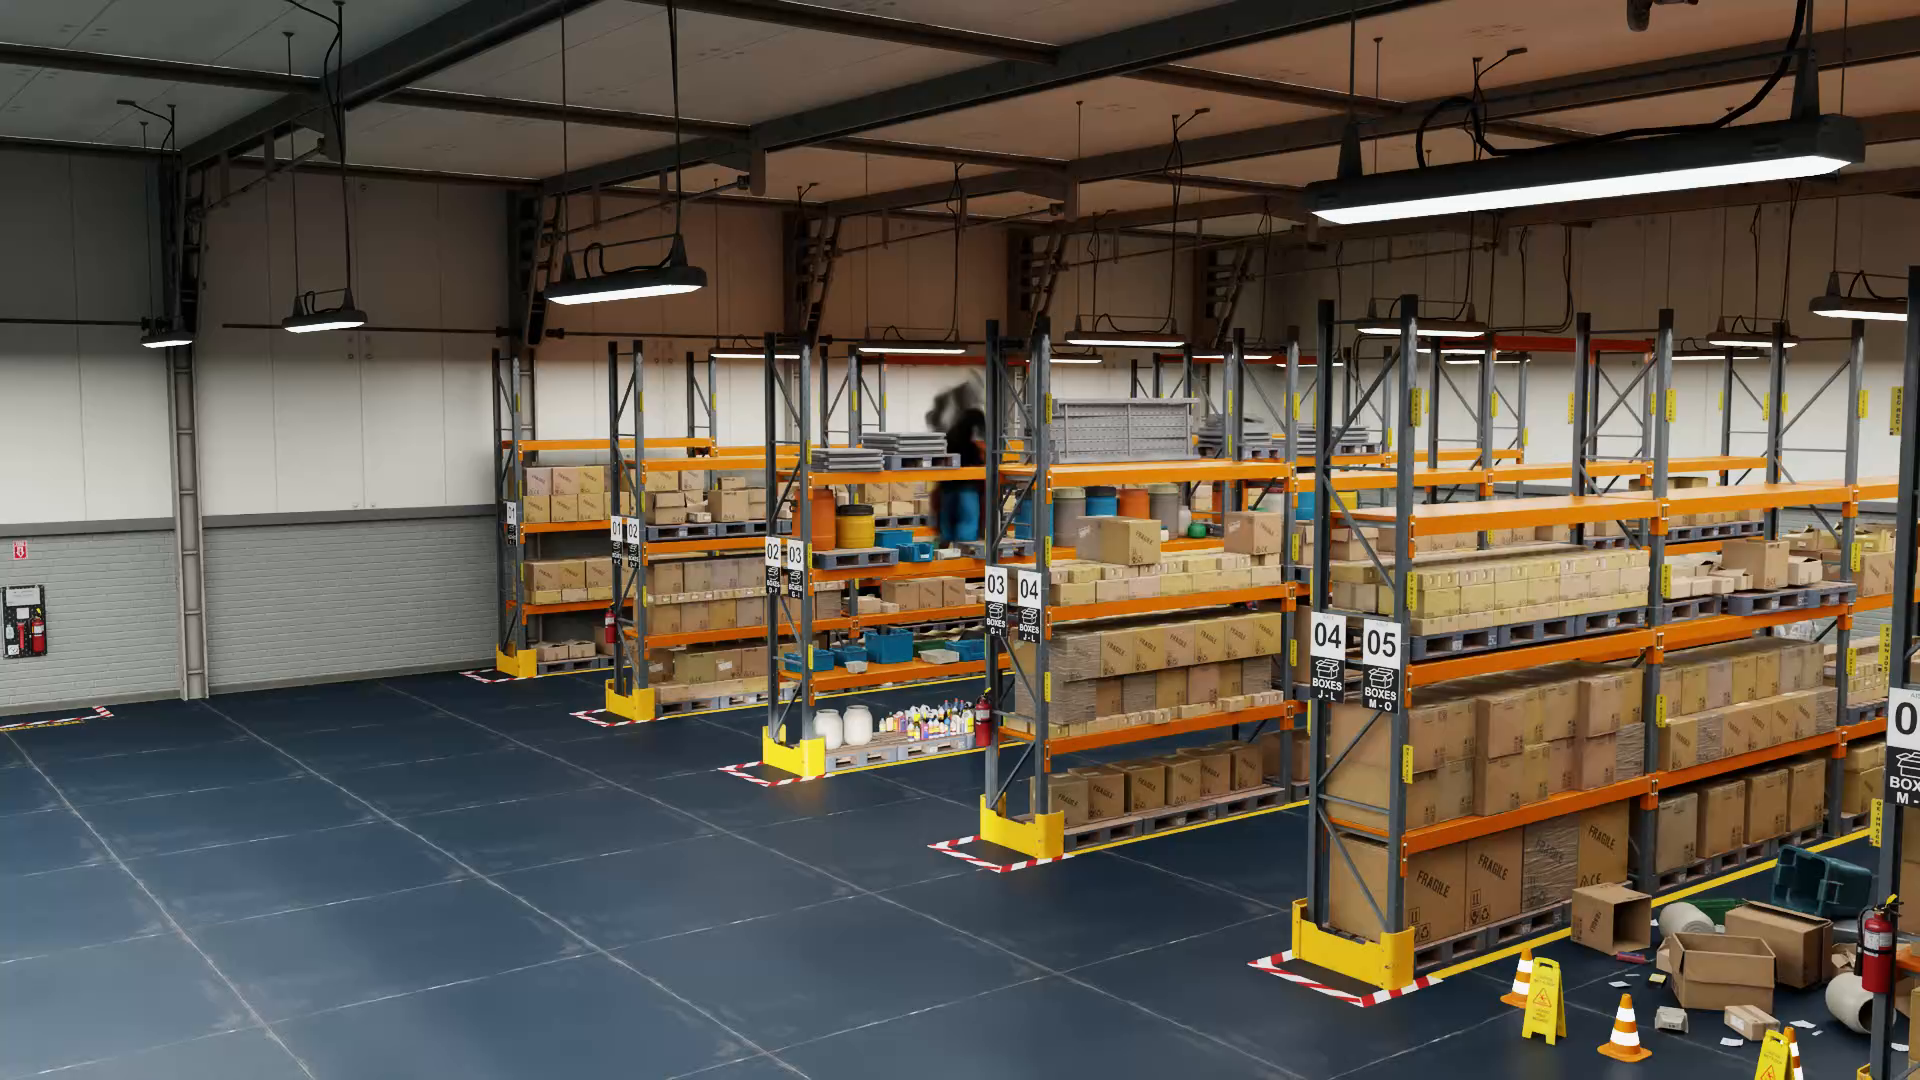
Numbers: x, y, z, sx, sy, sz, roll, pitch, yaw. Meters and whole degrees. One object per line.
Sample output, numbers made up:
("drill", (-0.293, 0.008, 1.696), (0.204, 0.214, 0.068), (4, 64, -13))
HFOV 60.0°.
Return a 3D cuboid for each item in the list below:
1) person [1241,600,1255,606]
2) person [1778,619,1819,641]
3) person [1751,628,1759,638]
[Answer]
("person", (5.300, 1.505, 32.002), (0.640, 1.795, 0.754), (5, 7, 44))
("person", (14.565, 1.806, 28.886), (0.625, 1.743, 0.773), (-1, 5, -13))
("person", (11.988, 2.120, 25.127), (0.588, 1.653, 0.584), (4, 7, 40))
